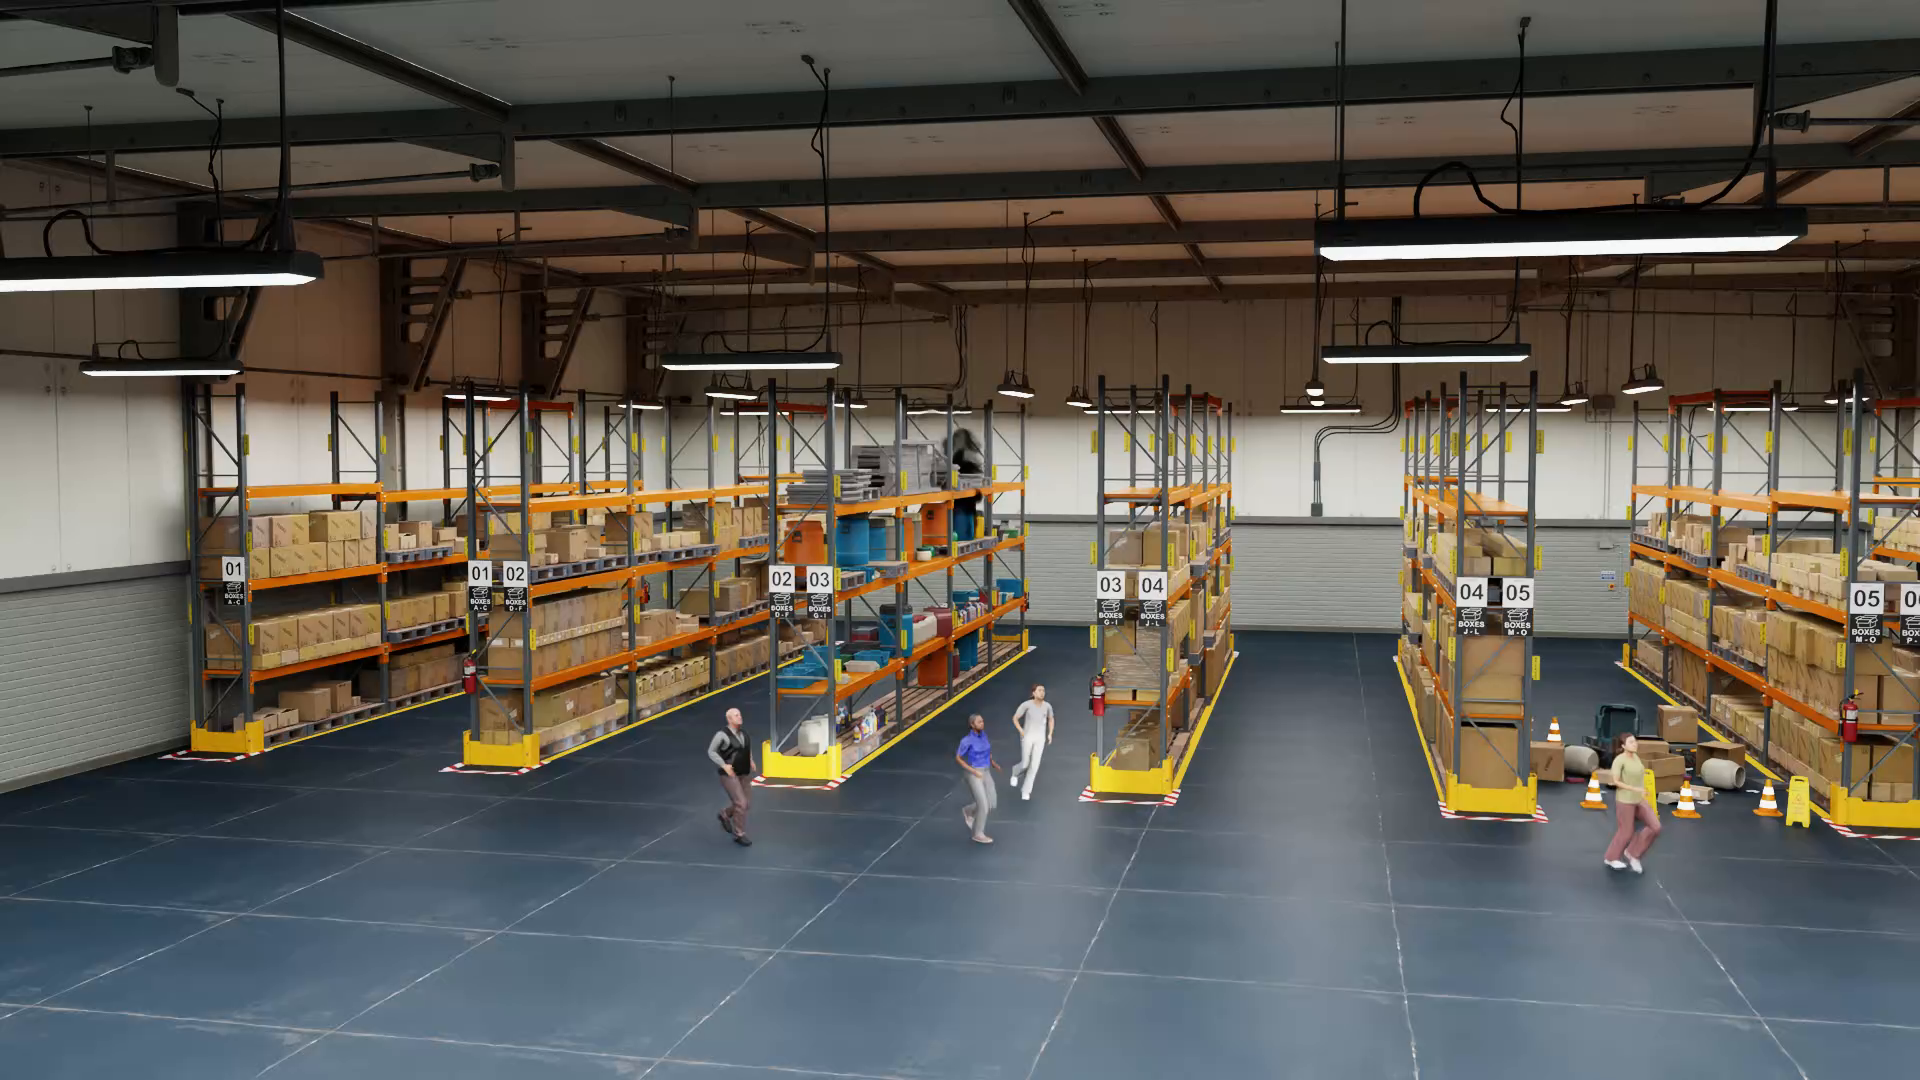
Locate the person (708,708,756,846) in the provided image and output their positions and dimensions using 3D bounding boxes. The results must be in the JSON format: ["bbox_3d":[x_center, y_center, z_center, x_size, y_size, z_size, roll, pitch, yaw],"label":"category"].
[{"bbox_3d":[-2.872,2.961,20.915,0.687,1.704,0.670,3,4,38],"label":"person"}]

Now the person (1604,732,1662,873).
[{"bbox_3d":[7.853,3.068,19.473,0.577,1.641,0.647,-2,4,-29],"label":"person"}]

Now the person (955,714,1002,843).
[{"bbox_3d":[0.190,2.999,21.052,0.593,1.610,0.616,3,4,41],"label":"person"}]

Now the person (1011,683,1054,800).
[{"bbox_3d":[1.071,2.839,23.692,0.614,1.607,0.738,-1,3,-14],"label":"person"}]
